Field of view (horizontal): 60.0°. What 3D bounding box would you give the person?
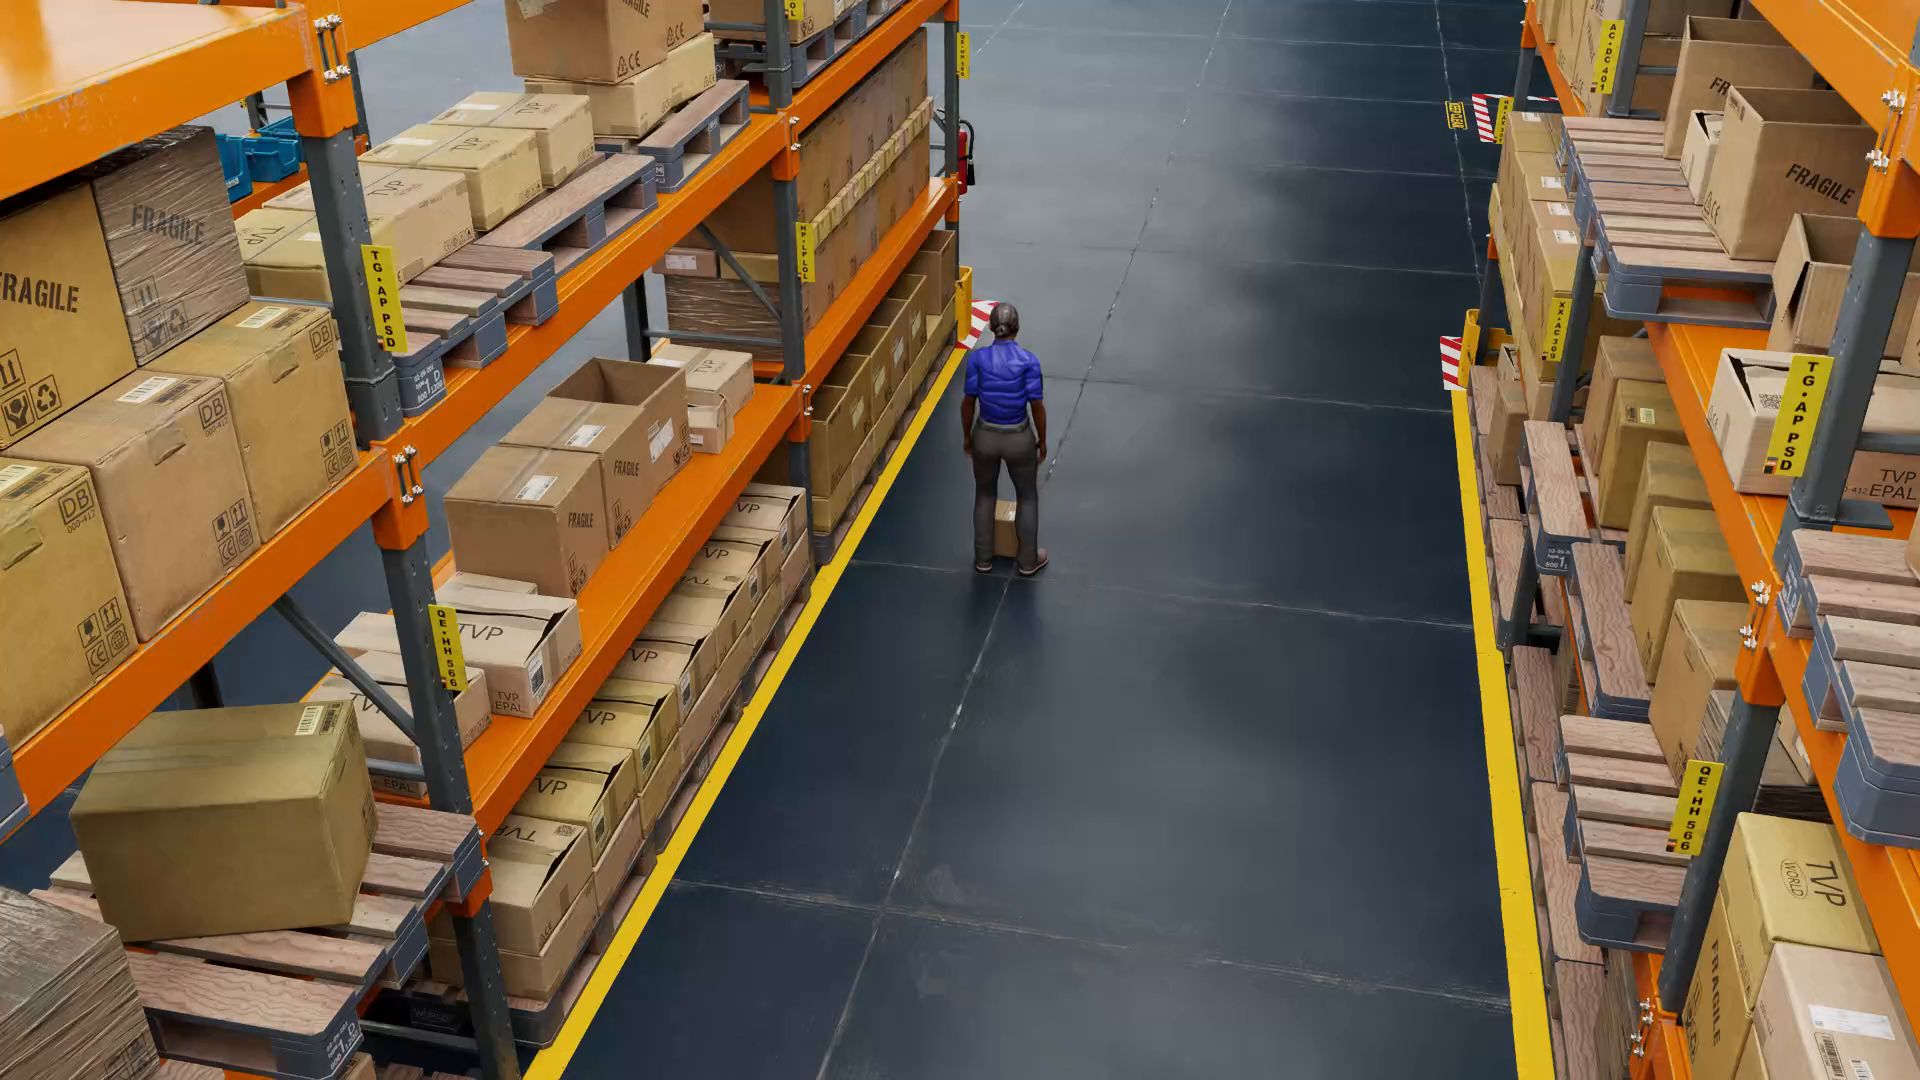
[{"bbox_3d":[0.266,-0.566,9.654,0.514,1.640,0.352,6,29,10],"label":"person"}]
